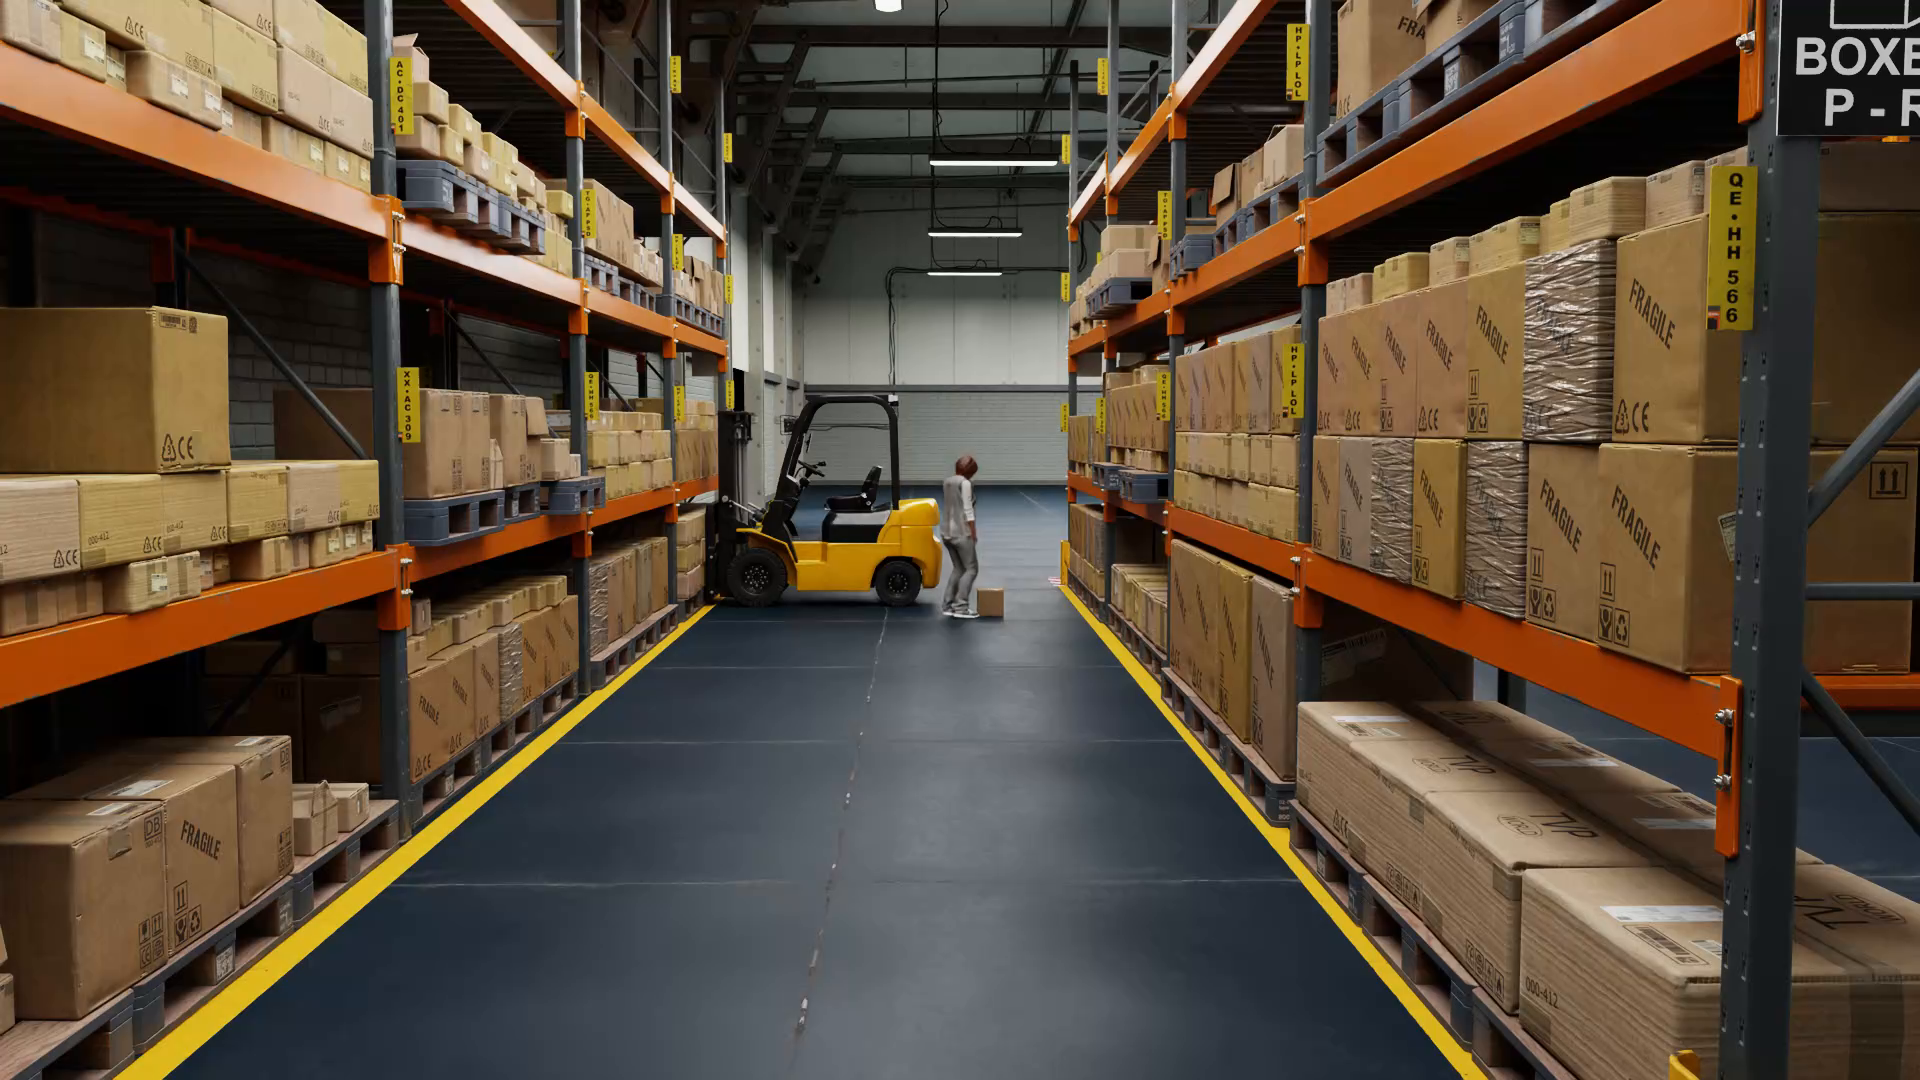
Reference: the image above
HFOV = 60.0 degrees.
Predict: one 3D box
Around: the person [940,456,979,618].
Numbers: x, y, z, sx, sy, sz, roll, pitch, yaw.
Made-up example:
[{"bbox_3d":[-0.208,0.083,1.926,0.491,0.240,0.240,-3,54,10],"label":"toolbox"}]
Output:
[{"bbox_3d":[-0.005,-0.022,16.024,0.383,1.542,0.426,-2,5,-29],"label":"person"}]
